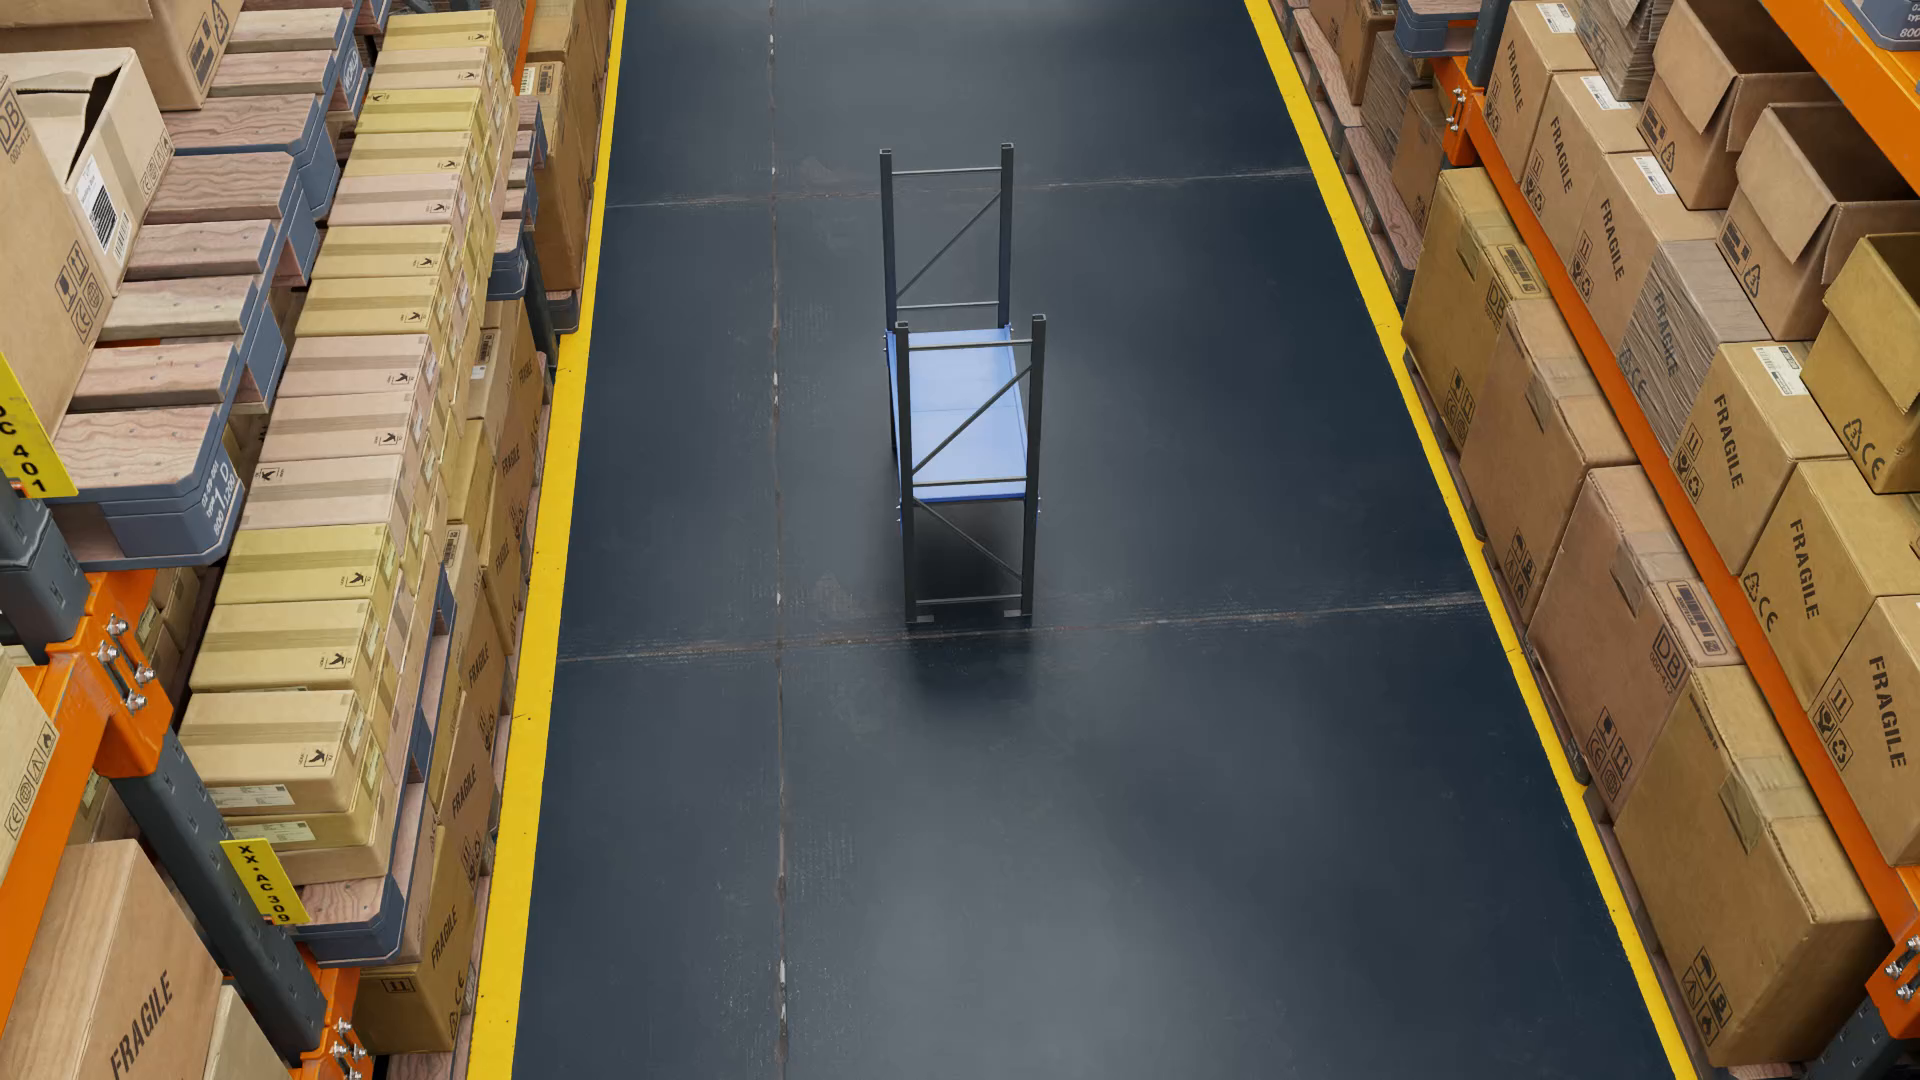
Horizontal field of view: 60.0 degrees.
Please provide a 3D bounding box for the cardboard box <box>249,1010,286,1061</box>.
[{"bbox_3d":[-2.330,1.260,5.059,0.500,0.500,0.500,-4,47,-4],"label":"cardboard box"}]

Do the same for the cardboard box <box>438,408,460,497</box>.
[{"bbox_3d":[-1.706,-0.250,4.941,0.380,0.149,0.250,-4,47,-4],"label":"cardboard box"}]

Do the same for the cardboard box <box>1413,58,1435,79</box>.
[{"bbox_3d":[2.459,-2.473,8.064,0.500,0.250,0.500,1,47,1],"label":"cardboard box"}]

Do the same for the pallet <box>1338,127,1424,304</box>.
[{"bbox_3d":[2.536,-1.663,8.317,1.003,0.211,1.213,-3,47,-3],"label":"pallet"}]

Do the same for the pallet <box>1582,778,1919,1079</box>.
[{"bbox_3d":[2.795,1.242,5.565,1.003,0.211,1.213,-3,47,-3],"label":"pallet"}]

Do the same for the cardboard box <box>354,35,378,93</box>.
[{"bbox_3d":[-2.657,-2.172,6.809,0.500,0.500,0.500,-3,47,-3],"label":"cardboard box"}]

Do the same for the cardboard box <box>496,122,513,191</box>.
[{"bbox_3d":[-1.833,-1.378,6.009,0.380,0.149,0.250,-4,47,-3],"label":"cardboard box"}]

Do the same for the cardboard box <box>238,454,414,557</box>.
[{"bbox_3d":[-1.658,-0.078,4.368,0.380,0.149,0.250,-4,47,-4],"label":"cardboard box"}]

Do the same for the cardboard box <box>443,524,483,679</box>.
[{"bbox_3d":[-1.900,0.218,5.530,0.500,0.250,0.500,-2,47,-2],"label":"cardboard box"}]

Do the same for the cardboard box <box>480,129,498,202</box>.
[{"bbox_3d":[-1.808,-1.276,5.708,0.380,0.149,0.250,-2,47,-2],"label":"cardboard box"}]

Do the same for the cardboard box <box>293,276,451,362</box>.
[{"bbox_3d":[-1.727,-0.640,4.901,0.380,0.149,0.250,-2,47,-2],"label":"cardboard box"}]

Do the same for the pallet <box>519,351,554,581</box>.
[{"bbox_3d":[-2.287,-0.304,7.029,1.003,0.211,1.213,-3,47,-3],"label":"pallet"}]

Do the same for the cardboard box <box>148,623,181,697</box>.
[{"bbox_3d":[-2.288,0.364,4.360,0.380,0.149,0.250,-4,47,-3],"label":"cardboard box"}]

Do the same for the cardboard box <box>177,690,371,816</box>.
[{"bbox_3d":[-1.591,0.490,3.831,0.380,0.149,0.250,-1,47,-1],"label":"cardboard box"}]

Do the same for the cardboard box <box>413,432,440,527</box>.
[{"bbox_3d":[-1.684,-0.165,4.656,0.380,0.149,0.250,-2,47,-2],"label":"cardboard box"}]

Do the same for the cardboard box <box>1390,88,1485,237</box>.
[{"bbox_3d":[2.524,-1.832,7.974,0.700,0.500,0.500,-6,47,-5],"label":"cardboard box"}]

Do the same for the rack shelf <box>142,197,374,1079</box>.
[{"bbox_3d":[-2.184,-0.134,5.443,1.077,0.370,4.000,-3,47,-3],"label":"rack shelf"}]

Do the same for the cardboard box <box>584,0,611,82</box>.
[{"bbox_3d":[-2.468,-2.952,8.876,1.050,0.750,0.750,-3,47,-3],"label":"cardboard box"}]

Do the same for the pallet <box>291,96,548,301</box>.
[{"bbox_3d":[-2.186,-1.253,6.140,1.213,0.211,1.003,-3,47,-3],"label":"pallet"}]

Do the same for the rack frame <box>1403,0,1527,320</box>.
[{"bbox_3d":[2.600,-2.057,6.769,1.000,3.000,0.127,-3,47,-3],"label":"rack frame"}]

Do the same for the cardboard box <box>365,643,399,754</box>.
[{"bbox_3d":[-1.615,0.405,4.116,0.380,0.149,0.250,-4,47,-4],"label":"cardboard box"}]

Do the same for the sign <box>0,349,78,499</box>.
[{"bbox_3d":[-1.476,-0.182,2.571,0.100,0.325,0.005,-3,47,-3],"label":"sign"}]

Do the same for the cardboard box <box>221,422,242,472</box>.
[{"bbox_3d":[-2.359,-0.210,4.903,0.380,0.149,0.250,-2,47,-2],"label":"cardboard box"}]

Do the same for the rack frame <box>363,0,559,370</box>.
[{"bbox_3d":[-2.351,-1.829,6.552,1.000,3.000,0.127,-3,47,-3],"label":"rack frame"}]

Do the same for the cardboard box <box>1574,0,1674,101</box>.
[{"bbox_3d":[2.645,-1.906,5.866,0.797,0.503,0.637,-2,47,-2],"label":"cardboard box"}]

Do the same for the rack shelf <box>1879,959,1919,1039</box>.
[{"bbox_3d":[3.102,2.532,2.918,1.077,0.370,4.000,-3,47,-3],"label":"rack shelf"}]

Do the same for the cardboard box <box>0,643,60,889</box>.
[{"bbox_3d":[-1.706,0.424,2.456,0.500,0.250,0.500,-2,47,-2],"label":"cardboard box"}]

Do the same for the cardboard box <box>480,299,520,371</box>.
[{"bbox_3d":[-2.033,-0.892,6.582,0.500,0.250,0.500,-4,47,-4],"label":"cardboard box"}]

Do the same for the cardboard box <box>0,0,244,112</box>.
[{"bbox_3d":[-2.015,-1.271,3.598,0.797,0.503,0.637,-4,47,-4],"label":"cardboard box"}]

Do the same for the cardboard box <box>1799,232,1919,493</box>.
[{"bbox_3d":[2.827,-0.501,4.535,0.797,0.503,0.637,-3,47,-3],"label":"cardboard box"}]

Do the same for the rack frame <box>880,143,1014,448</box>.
[{"bbox_3d":[-0.050,-0.945,6.749,0.500,1.500,0.032,-3,47,-3],"label":"rack frame"}]

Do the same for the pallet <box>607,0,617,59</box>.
[{"bbox_3d":[-2.547,-3.210,9.781,1.003,0.211,1.213,-3,47,-3],"label":"pallet"}]

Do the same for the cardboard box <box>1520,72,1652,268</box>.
[{"bbox_3d":[2.415,-1.350,6.030,0.500,0.500,0.500,-5,47,-4],"label":"cardboard box"}]

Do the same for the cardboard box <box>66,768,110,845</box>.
[{"bbox_3d":[-2.247,0.629,3.903,0.380,0.149,0.250,-2,47,-2],"label":"cardboard box"}]

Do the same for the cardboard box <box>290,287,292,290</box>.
[{"bbox_3d":[-2.446,-0.966,5.619,0.380,0.149,0.250,-2,47,-1],"label":"cardboard box"}]

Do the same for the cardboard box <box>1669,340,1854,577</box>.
[{"bbox_3d":[2.538,-0.255,4.993,0.500,0.500,0.500,-4,47,-4],"label":"cardboard box"}]

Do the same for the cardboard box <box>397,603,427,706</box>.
[{"bbox_3d":[-1.637,0.313,4.408,0.380,0.149,0.250,-3,47,-3],"label":"cardboard box"}]

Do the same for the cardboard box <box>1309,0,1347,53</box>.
[{"bbox_3d":[2.363,-3.046,9.124,0.700,0.500,0.500,-7,47,-7],"label":"cardboard box"}]

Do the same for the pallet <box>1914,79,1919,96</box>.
[{"bbox_3d":[2.809,-0.789,3.633,0.805,0.209,1.217,-5,47,-5],"label":"pallet"}]

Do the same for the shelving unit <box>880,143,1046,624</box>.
[{"bbox_3d":[-0.007,-0.577,6.400,0.538,1.500,1.048,-3,47,-3],"label":"shelving unit"}]

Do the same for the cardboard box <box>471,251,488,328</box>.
[{"bbox_3d":[-1.770,-0.817,5.478,0.380,0.149,0.250,-5,47,-5],"label":"cardboard box"}]

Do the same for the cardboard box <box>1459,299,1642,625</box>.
[{"bbox_3d":[2.704,-0.325,6.302,1.225,0.875,0.875,-3,47,-3],"label":"cardboard box"}]

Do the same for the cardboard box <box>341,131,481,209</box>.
[{"bbox_3d":[-1.787,-1.200,5.431,0.380,0.149,0.250,-2,47,-2],"label":"cardboard box"}]

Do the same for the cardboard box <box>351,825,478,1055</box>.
[{"bbox_3d":[-1.814,1.230,5.088,0.500,0.500,0.500,-2,47,-2],"label":"cardboard box"}]

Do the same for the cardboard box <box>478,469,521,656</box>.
[{"bbox_3d":[-1.936,0.104,6.154,0.500,0.500,0.500,-5,47,-5],"label":"cardboard box"}]

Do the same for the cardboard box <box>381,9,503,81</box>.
[{"bbox_3d":[-1.853,-1.764,5.966,0.380,0.149,0.250,-5,47,-5],"label":"cardboard box"}]

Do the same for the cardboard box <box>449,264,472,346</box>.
[{"bbox_3d":[-1.746,-0.726,5.187,0.380,0.149,0.250,-2,47,-2],"label":"cardboard box"}]
